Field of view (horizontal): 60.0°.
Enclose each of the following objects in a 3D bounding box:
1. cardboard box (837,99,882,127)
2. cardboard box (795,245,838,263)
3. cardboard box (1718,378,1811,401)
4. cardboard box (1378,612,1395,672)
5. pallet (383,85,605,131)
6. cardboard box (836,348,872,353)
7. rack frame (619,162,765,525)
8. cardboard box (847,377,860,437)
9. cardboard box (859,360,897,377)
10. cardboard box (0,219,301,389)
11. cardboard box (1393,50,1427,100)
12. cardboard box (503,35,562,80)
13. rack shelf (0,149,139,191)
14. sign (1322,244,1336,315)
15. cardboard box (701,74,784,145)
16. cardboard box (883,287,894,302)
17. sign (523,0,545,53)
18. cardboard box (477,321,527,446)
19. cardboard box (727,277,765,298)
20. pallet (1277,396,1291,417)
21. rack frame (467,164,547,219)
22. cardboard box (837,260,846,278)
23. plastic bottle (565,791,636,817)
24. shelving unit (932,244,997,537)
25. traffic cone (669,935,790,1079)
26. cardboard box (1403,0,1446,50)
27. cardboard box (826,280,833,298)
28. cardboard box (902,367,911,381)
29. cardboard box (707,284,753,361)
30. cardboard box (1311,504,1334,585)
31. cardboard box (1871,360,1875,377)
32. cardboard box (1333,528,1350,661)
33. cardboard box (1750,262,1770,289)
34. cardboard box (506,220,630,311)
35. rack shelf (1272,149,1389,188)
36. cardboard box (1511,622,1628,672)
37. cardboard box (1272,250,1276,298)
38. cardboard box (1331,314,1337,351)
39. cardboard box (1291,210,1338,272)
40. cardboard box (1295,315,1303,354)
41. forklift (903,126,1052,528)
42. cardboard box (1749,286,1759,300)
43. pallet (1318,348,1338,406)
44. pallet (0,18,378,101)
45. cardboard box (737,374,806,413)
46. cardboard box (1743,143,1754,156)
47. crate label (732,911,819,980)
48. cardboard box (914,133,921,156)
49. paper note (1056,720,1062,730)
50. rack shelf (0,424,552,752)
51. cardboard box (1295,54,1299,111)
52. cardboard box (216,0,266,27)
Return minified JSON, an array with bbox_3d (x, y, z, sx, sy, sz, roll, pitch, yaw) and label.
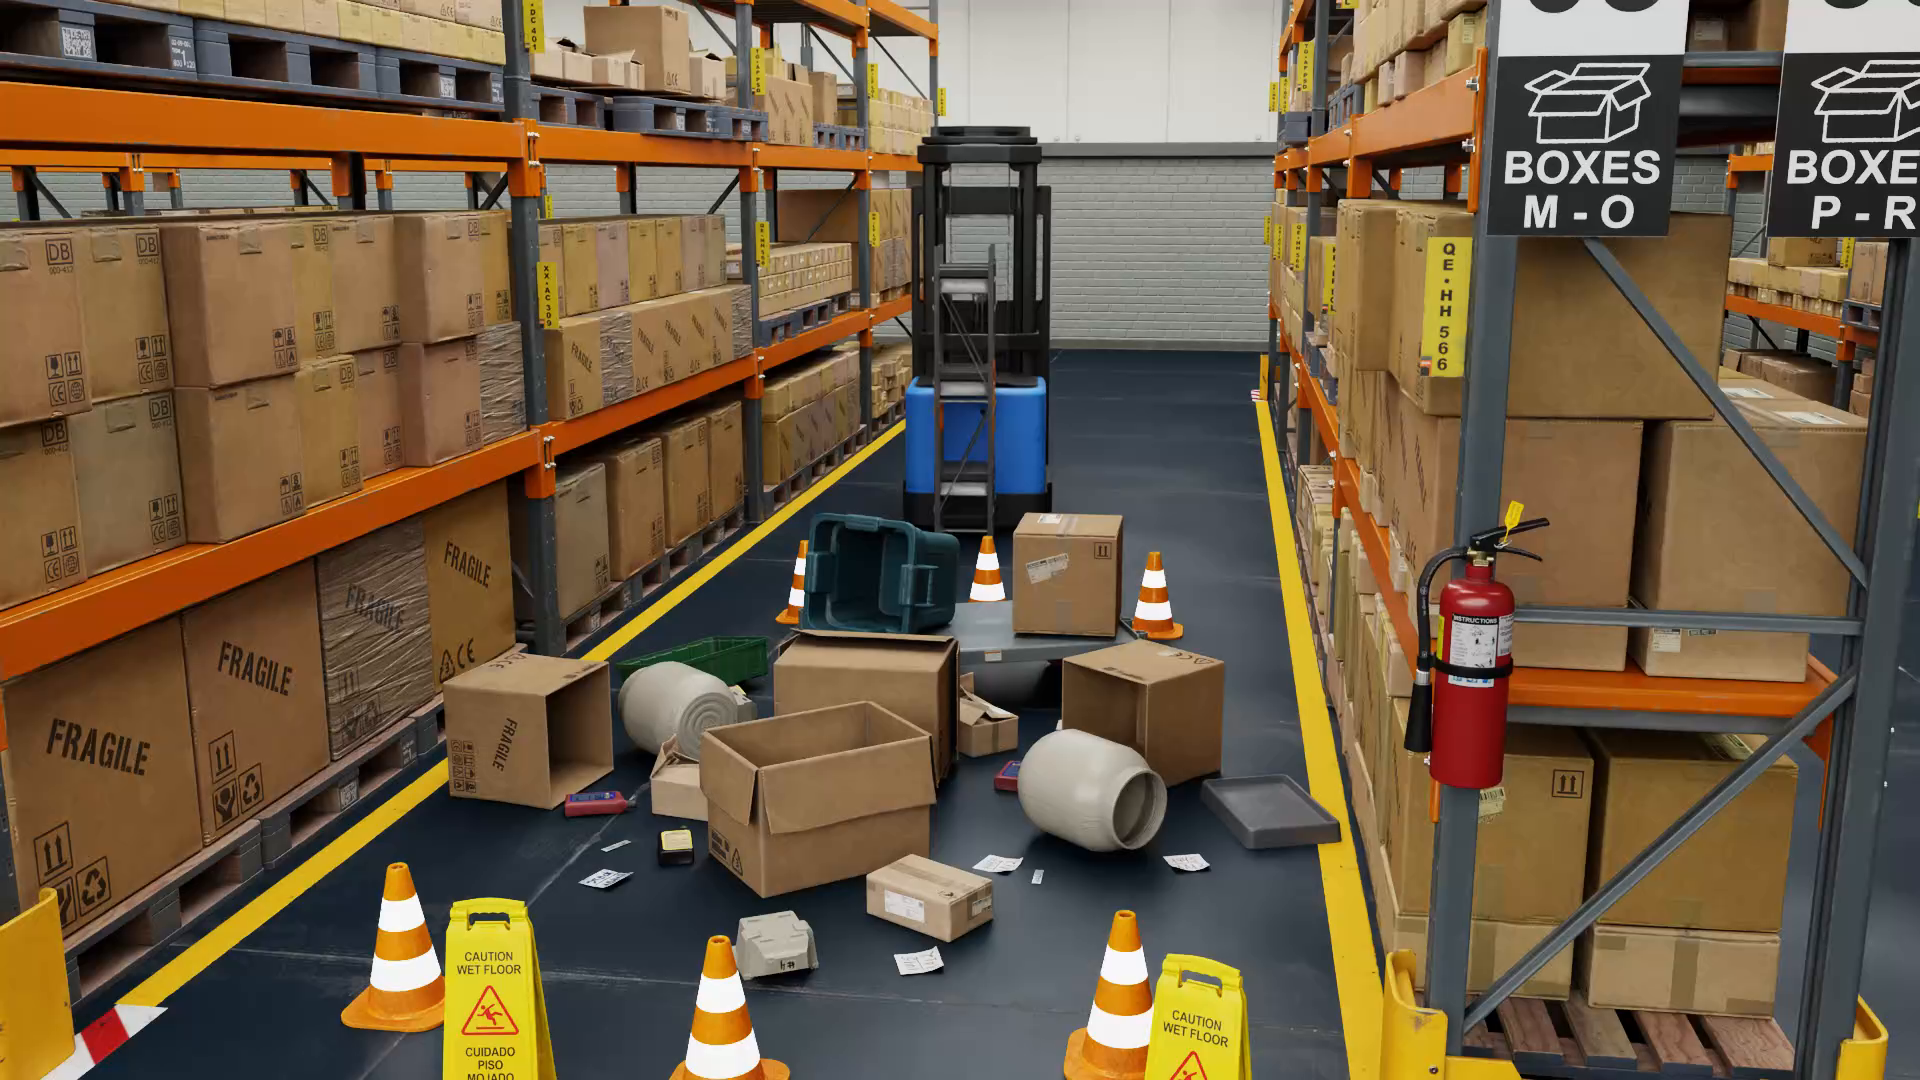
[{"bbox_3d":[-1.062,-4.171,16.277,0.500,0.250,0.500,2,12,11],"label":"cardboard box"},{"bbox_3d":[-1.324,-2.615,15.194,0.380,0.149,0.250,1,12,7],"label":"cardboard box"},{"bbox_3d":[2.111,-0.196,4.838,0.500,0.500,0.500,2,12,10],"label":"cardboard box"},{"bbox_3d":[1.585,0.345,5.481,0.380,0.149,0.250,2,12,10],"label":"cardboard box"},{"bbox_3d":[-2.511,-2.341,9.070,0.805,0.209,1.217,1,12,6],"label":"pallet"},{"bbox_3d":[-1.220,-2.114,19.042,0.380,0.149,0.250,1,12,6],"label":"cardboard box"},{"bbox_3d":[-1.988,-1.608,12.337,1.000,3.000,0.127,2,12,9],"label":"rack frame"},{"bbox_3d":[-1.238,-1.262,15.667,0.500,0.500,0.500,2,12,8],"label":"cardboard box"},{"bbox_3d":[-0.887,-1.824,17.693,0.380,0.149,0.250,2,12,10],"label":"cardboard box"},{"bbox_3d":[-2.910,-0.850,5.898,0.875,0.550,0.550,2,12,9],"label":"cardboard box"},{"bbox_3d":[1.659,-1.552,5.550,0.380,0.149,0.250,2,12,8],"label":"cardboard box"},{"bbox_3d":[-2.264,-2.548,8.662,0.258,0.266,0.396,2,12,8],"label":"cardboard box"},{"bbox_3d":[-7.181,-2.489,11.008,1.077,0.370,4.000,2,12,9],"label":"rack shelf"},{"bbox_3d":[1.754,-1.220,7.785,0.100,0.325,0.005,2,12,9],"label":"sign"},{"bbox_3d":[-1.638,-3.234,12.522,0.500,0.500,0.500,2,12,9],"label":"cardboard box"},{"bbox_3d":[-0.900,-2.587,17.473,0.380,0.149,0.250,2,12,10],"label":"cardboard box"},{"bbox_3d":[-2.055,-2.516,8.012,0.100,0.325,0.005,2,12,9],"label":"sign"},{"bbox_3d":[-2.649,-0.772,8.099,0.875,0.550,0.550,2,12,9],"label":"cardboard box"},{"bbox_3d":[-1.716,-1.930,12.724,0.380,0.149,0.250,2,12,11],"label":"cardboard box"},{"bbox_3d":[3.913,-1.349,17.752,1.003,0.211,1.213,2,12,9],"label":"pallet"},{"bbox_3d":[-5.643,-3.456,20.908,1.000,3.000,0.127,2,12,9],"label":"rack frame"},{"bbox_3d":[-1.279,-2.525,15.483,0.380,0.149,0.250,2,12,9],"label":"cardboard box"},{"bbox_3d":[-1.474,1.082,6.830,0.283,0.061,0.133,-2,12,-11],"label":"plastic bottle"},{"bbox_3d":[0.037,-1.003,11.663,0.431,2.100,0.503,1,12,2],"label":"shelving unit"},{"bbox_3d":[-0.670,1.340,4.678,0.336,0.463,0.334,2,12,9],"label":"traffic cone"},{"bbox_3d":[1.654,-1.670,5.154,0.500,0.250,0.500,2,12,10],"label":"cardboard box"},{"bbox_3d":[-1.357,-2.276,15.036,0.380,0.149,0.250,1,12,6],"label":"cardboard box"},{"bbox_3d":[-0.760,-1.843,18.487,0.380,0.149,0.250,3,12,11],"label":"cardboard box"},{"bbox_3d":[-1.792,-1.555,11.851,0.500,0.500,0.500,2,12,9],"label":"cardboard box"},{"bbox_3d":[2.594,0.039,9.933,0.950,0.372,0.625,2,12,11],"label":"cardboard box"},{"bbox_3d":[8.128,-1.466,14.366,0.380,0.149,0.250,1,12,6],"label":"cardboard box"},{"bbox_3d":[1.946,0.250,7.464,0.500,0.500,0.500,2,12,11],"label":"cardboard box"},{"bbox_3d":[8.566,-2.750,17.285,0.500,0.250,0.500,2,12,8],"label":"cardboard box"},{"bbox_3d":[-2.378,-1.629,9.823,0.700,0.500,0.500,2,12,9],"label":"cardboard box"},{"bbox_3d":[3.841,-3.833,17.246,1.077,0.370,4.000,2,12,9],"label":"rack shelf"},{"bbox_3d":[1.534,0.234,4.383,0.380,0.149,0.250,2,12,11],"label":"cardboard box"},{"bbox_3d":[3.645,-2.881,18.005,0.500,0.500,0.500,2,12,8],"label":"cardboard box"},{"bbox_3d":[2.222,-1.243,8.700,0.500,0.500,0.500,2,12,9],"label":"cardboard box"},{"bbox_3d":[2.978,-2.438,13.576,0.500,0.500,0.500,2,12,8],"label":"cardboard box"},{"bbox_3d":[2.739,-1.509,12.234,0.500,0.250,0.500,1,12,7],"label":"cardboard box"},{"bbox_3d":[0.175,-1.783,13.312,1.130,2.935,3.031,1,12,2],"label":"forklift"},{"bbox_3d":[8.633,-2.631,17.679,0.380,0.149,0.250,2,12,10],"label":"cardboard box"},{"bbox_3d":[2.654,-0.962,9.792,1.003,0.211,1.213,2,12,9],"label":"pallet"},{"bbox_3d":[-2.930,-1.776,6.203,1.003,0.211,1.213,2,12,9],"label":"pallet"},{"bbox_3d":[-1.565,-1.200,13.597,0.500,0.250,0.500,2,12,8],"label":"cardboard box"},{"bbox_3d":[8.775,-4.259,18.113,0.380,0.149,0.250,2,12,10],"label":"cardboard box"},{"bbox_3d":[-0.610,1.333,5.481,0.250,0.136,0.298,-5,13,-21],"label":"crate label"},{"bbox_3d":[-0.727,-4.354,18.314,0.500,0.250,0.500,2,12,11],"label":"cardboard box"},{"bbox_3d":[0.536,0.870,7.884,0.148,0.019,0.142,2,12,9],"label":"paper note"},{"bbox_3d":[-2.911,-0.008,6.617,1.077,0.370,4.000,2,12,9],"label":"rack shelf"},{"bbox_3d":[2.903,-3.566,13.066,0.500,0.500,0.500,2,12,9],"label":"cardboard box"},{"bbox_3d":[-2.655,-1.865,5.767,0.380,0.149,0.250,2,12,8],"label":"cardboard box"}]
